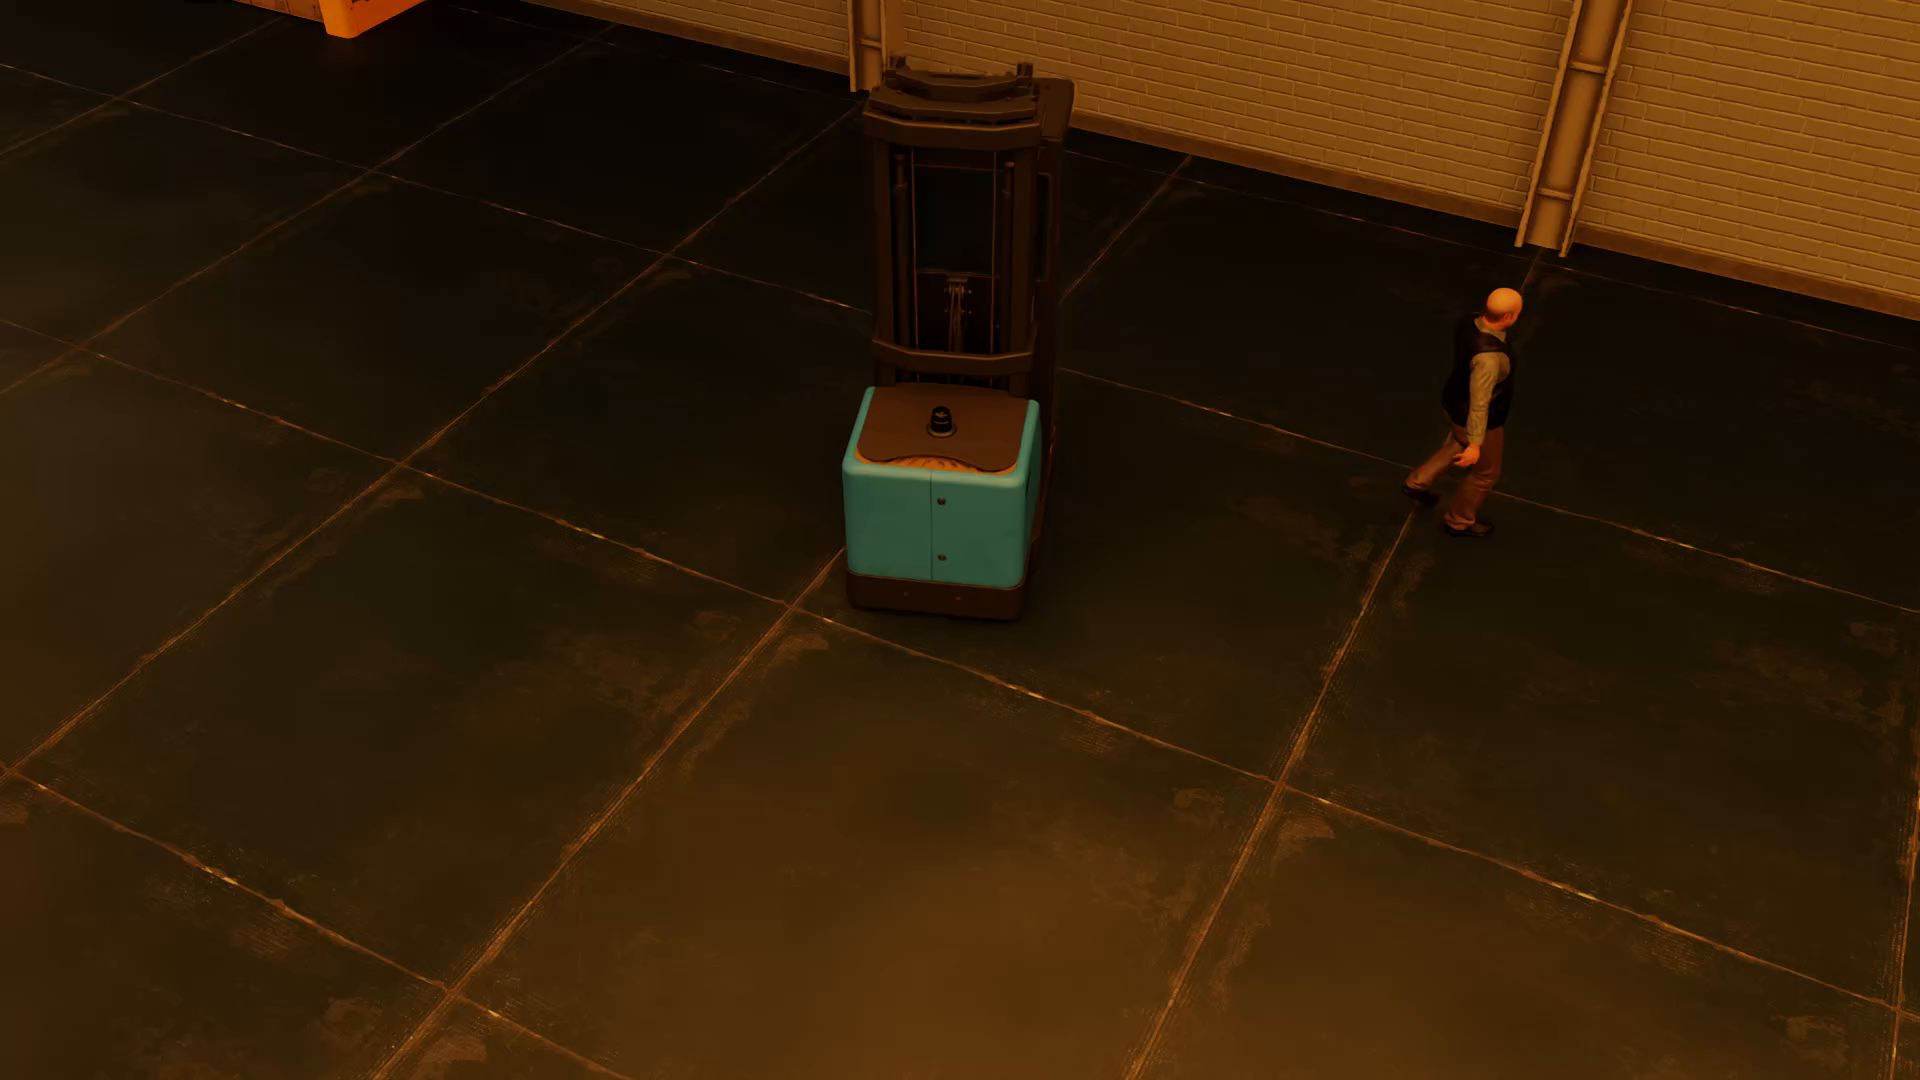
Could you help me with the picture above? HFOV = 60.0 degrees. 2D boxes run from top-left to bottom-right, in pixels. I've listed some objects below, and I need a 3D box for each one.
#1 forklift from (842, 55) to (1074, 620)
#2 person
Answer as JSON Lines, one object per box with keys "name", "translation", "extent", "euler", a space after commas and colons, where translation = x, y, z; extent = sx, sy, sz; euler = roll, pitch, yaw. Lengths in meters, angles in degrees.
{"name": "forklift", "translation": [0.054, -1.607, 9.894], "extent": [1.130, 2.935, 3.031], "euler": [5, 40, 6]}
{"name": "person", "translation": [3.036, -0.746, 9.828], "extent": [0.581, 1.704, 0.771], "euler": [-4, 40, -5]}
